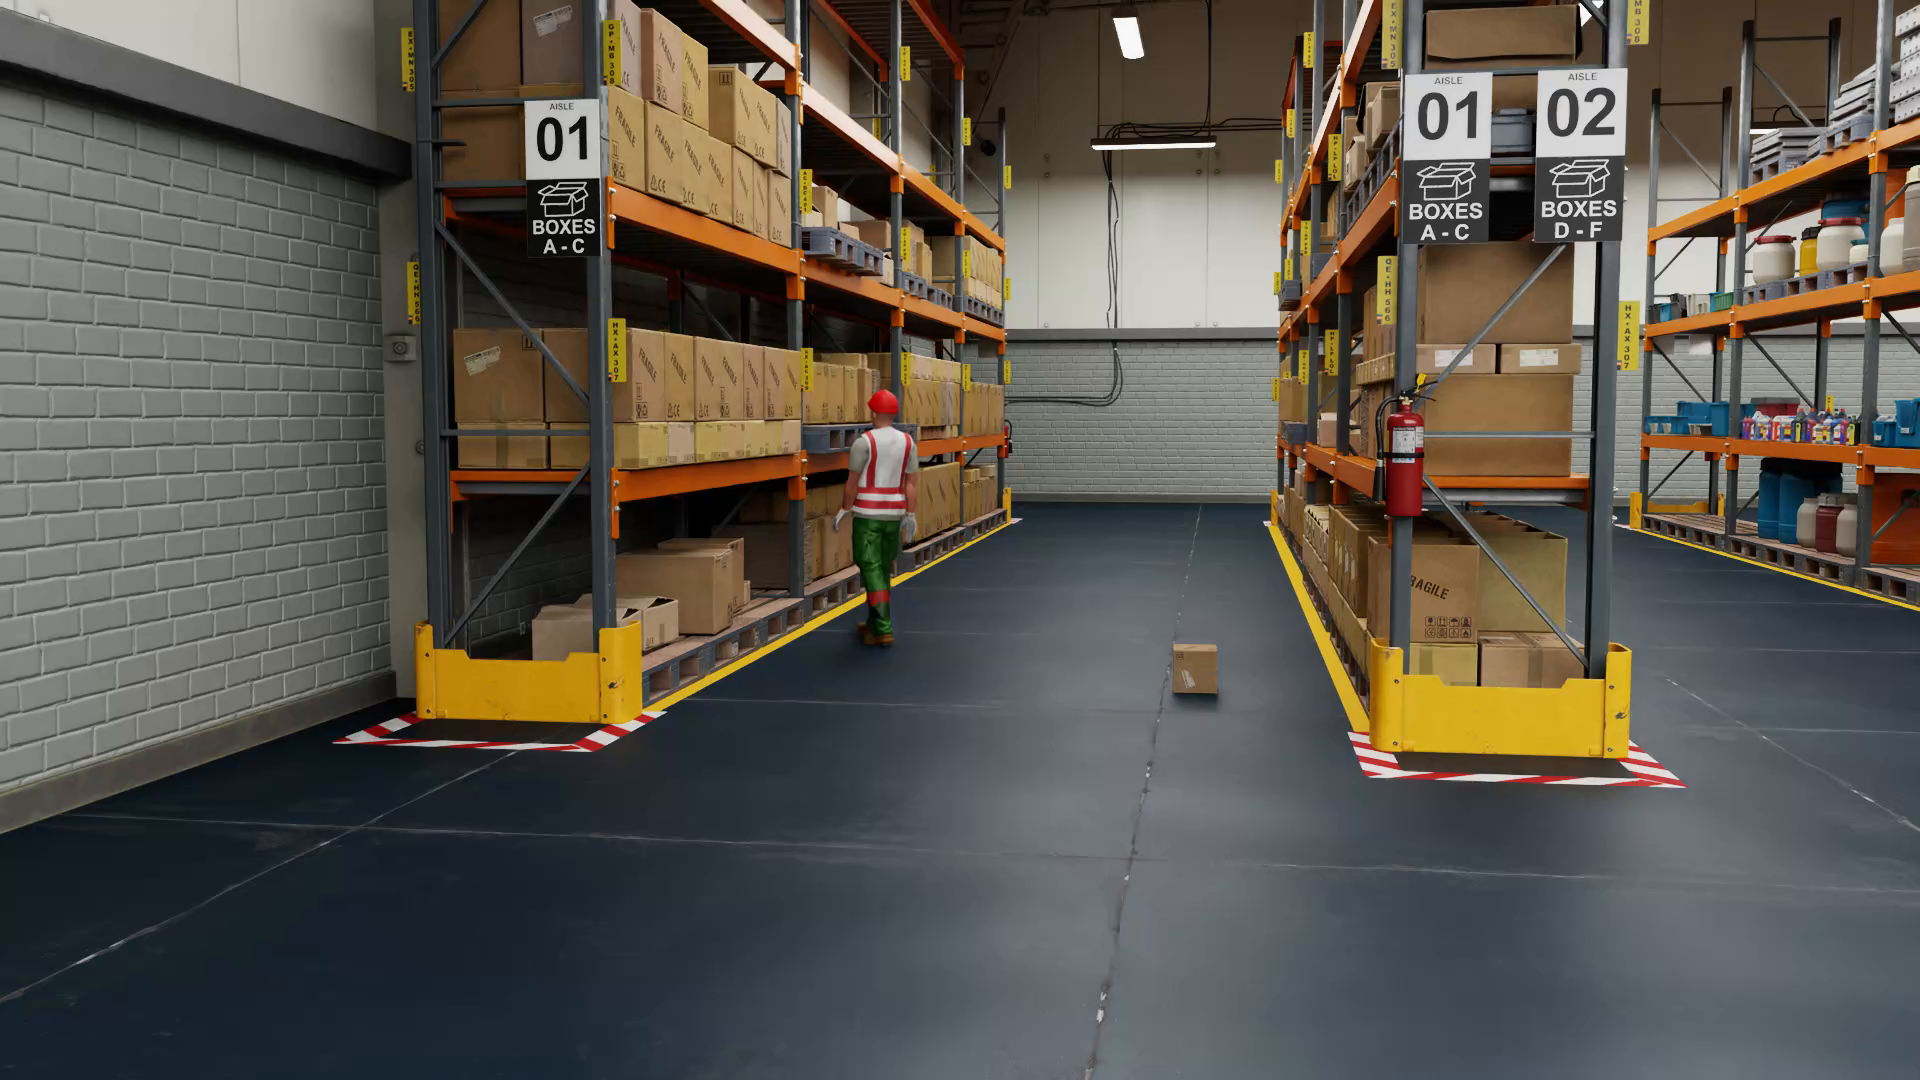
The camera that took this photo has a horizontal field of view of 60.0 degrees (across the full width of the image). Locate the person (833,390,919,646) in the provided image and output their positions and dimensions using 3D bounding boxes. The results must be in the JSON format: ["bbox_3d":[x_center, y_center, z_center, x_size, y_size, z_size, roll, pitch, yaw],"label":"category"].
[{"bbox_3d":[-0.622,-0.166,11.715,0.544,1.779,0.749,-3,5,-35],"label":"person"}]
